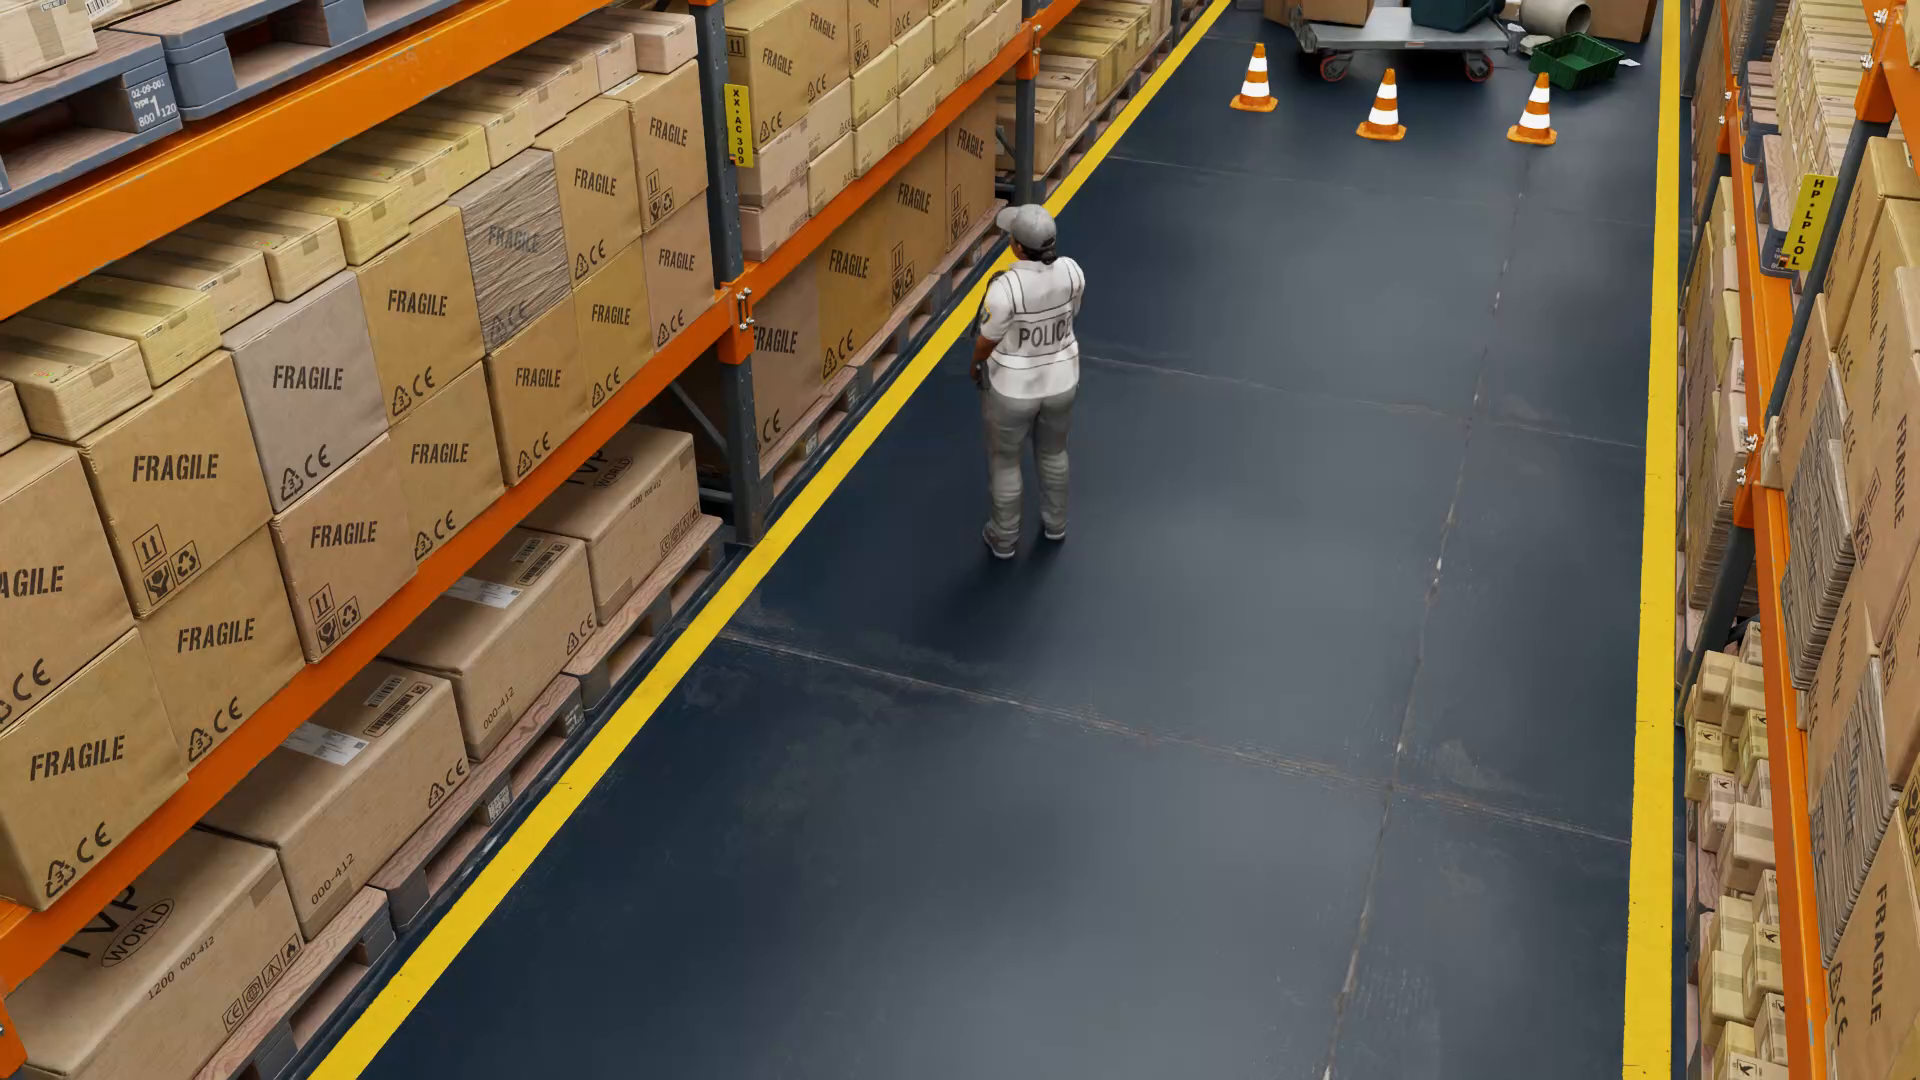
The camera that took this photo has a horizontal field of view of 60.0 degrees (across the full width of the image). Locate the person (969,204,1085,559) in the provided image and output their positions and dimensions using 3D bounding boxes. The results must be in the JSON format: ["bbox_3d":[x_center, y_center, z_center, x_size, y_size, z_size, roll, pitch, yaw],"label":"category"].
[{"bbox_3d":[0.302,-0.688,7.160,0.565,1.676,0.460,-18,38,-25],"label":"person"}]
